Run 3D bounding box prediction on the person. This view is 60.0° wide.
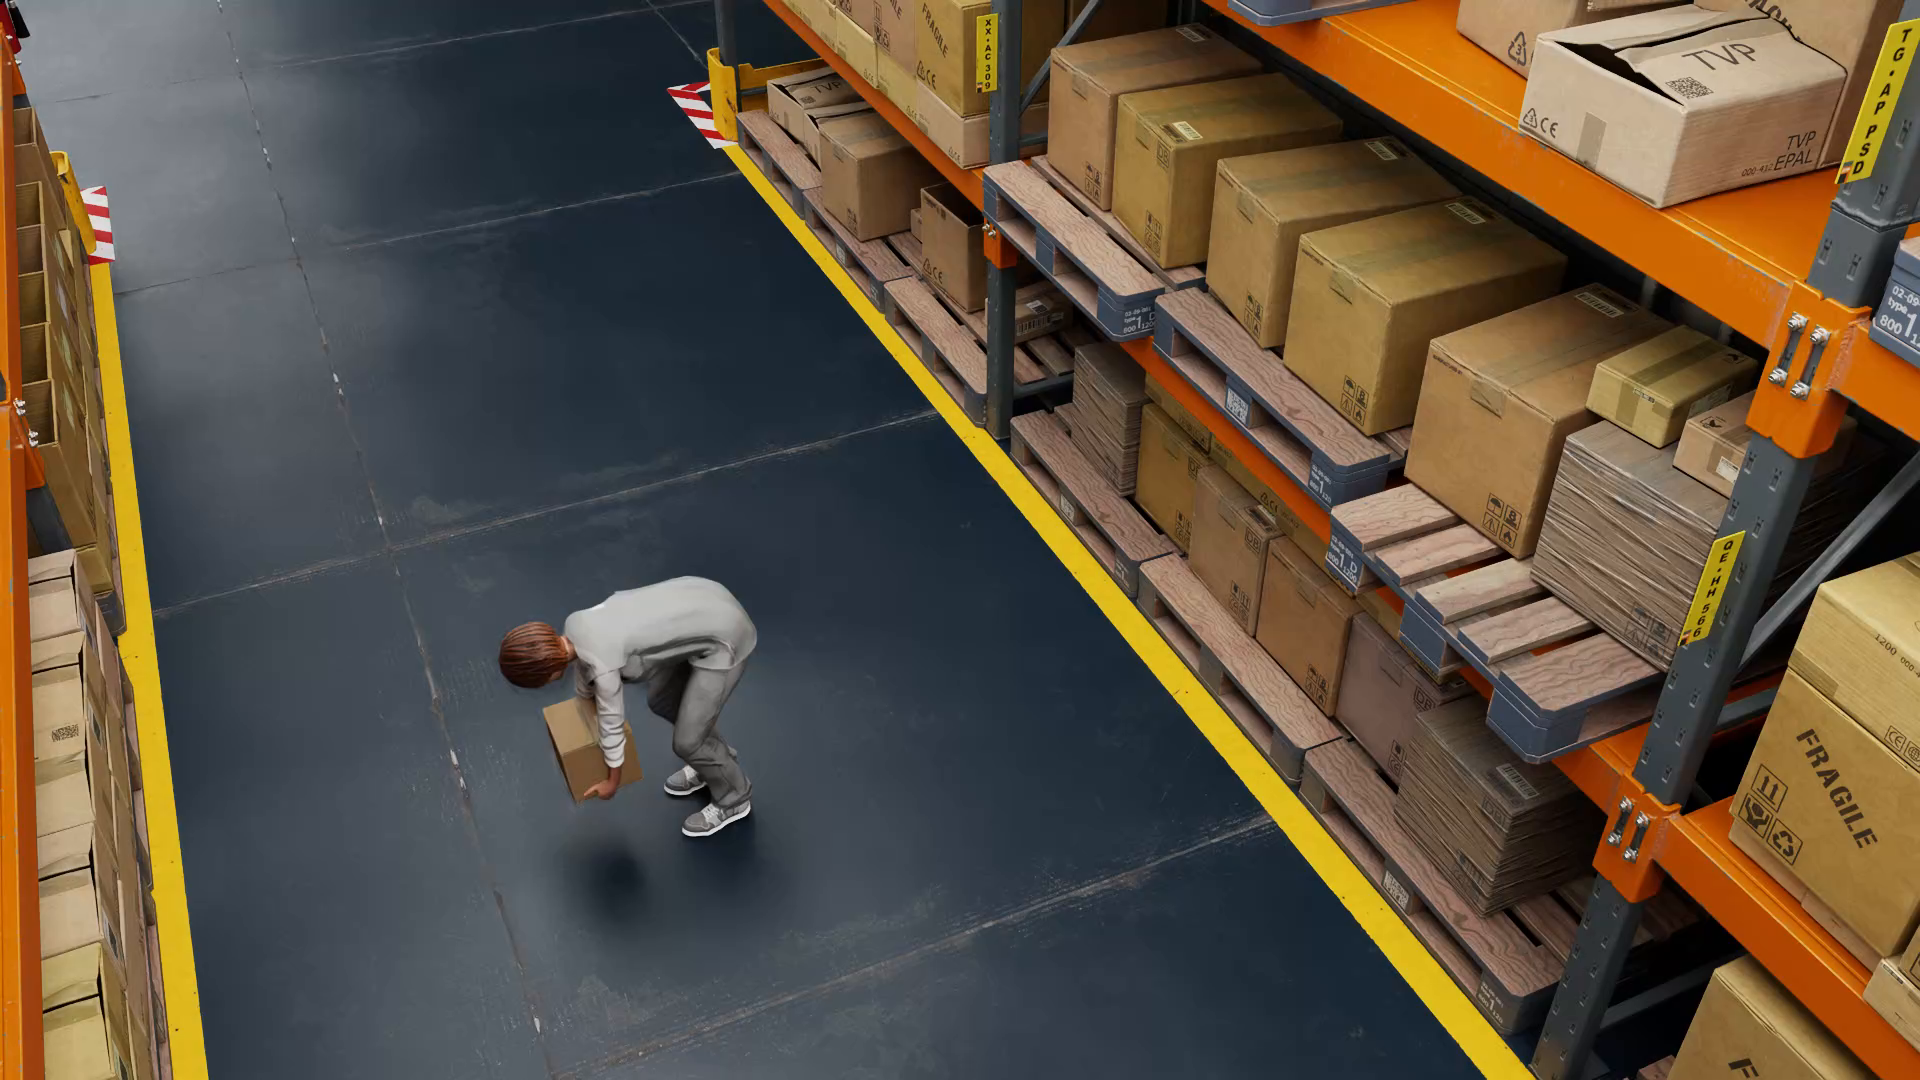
[{"bbox_3d":[-1.114,0.616,5.812,0.864,1.051,0.390,-17,41,-21],"label":"person"}]
